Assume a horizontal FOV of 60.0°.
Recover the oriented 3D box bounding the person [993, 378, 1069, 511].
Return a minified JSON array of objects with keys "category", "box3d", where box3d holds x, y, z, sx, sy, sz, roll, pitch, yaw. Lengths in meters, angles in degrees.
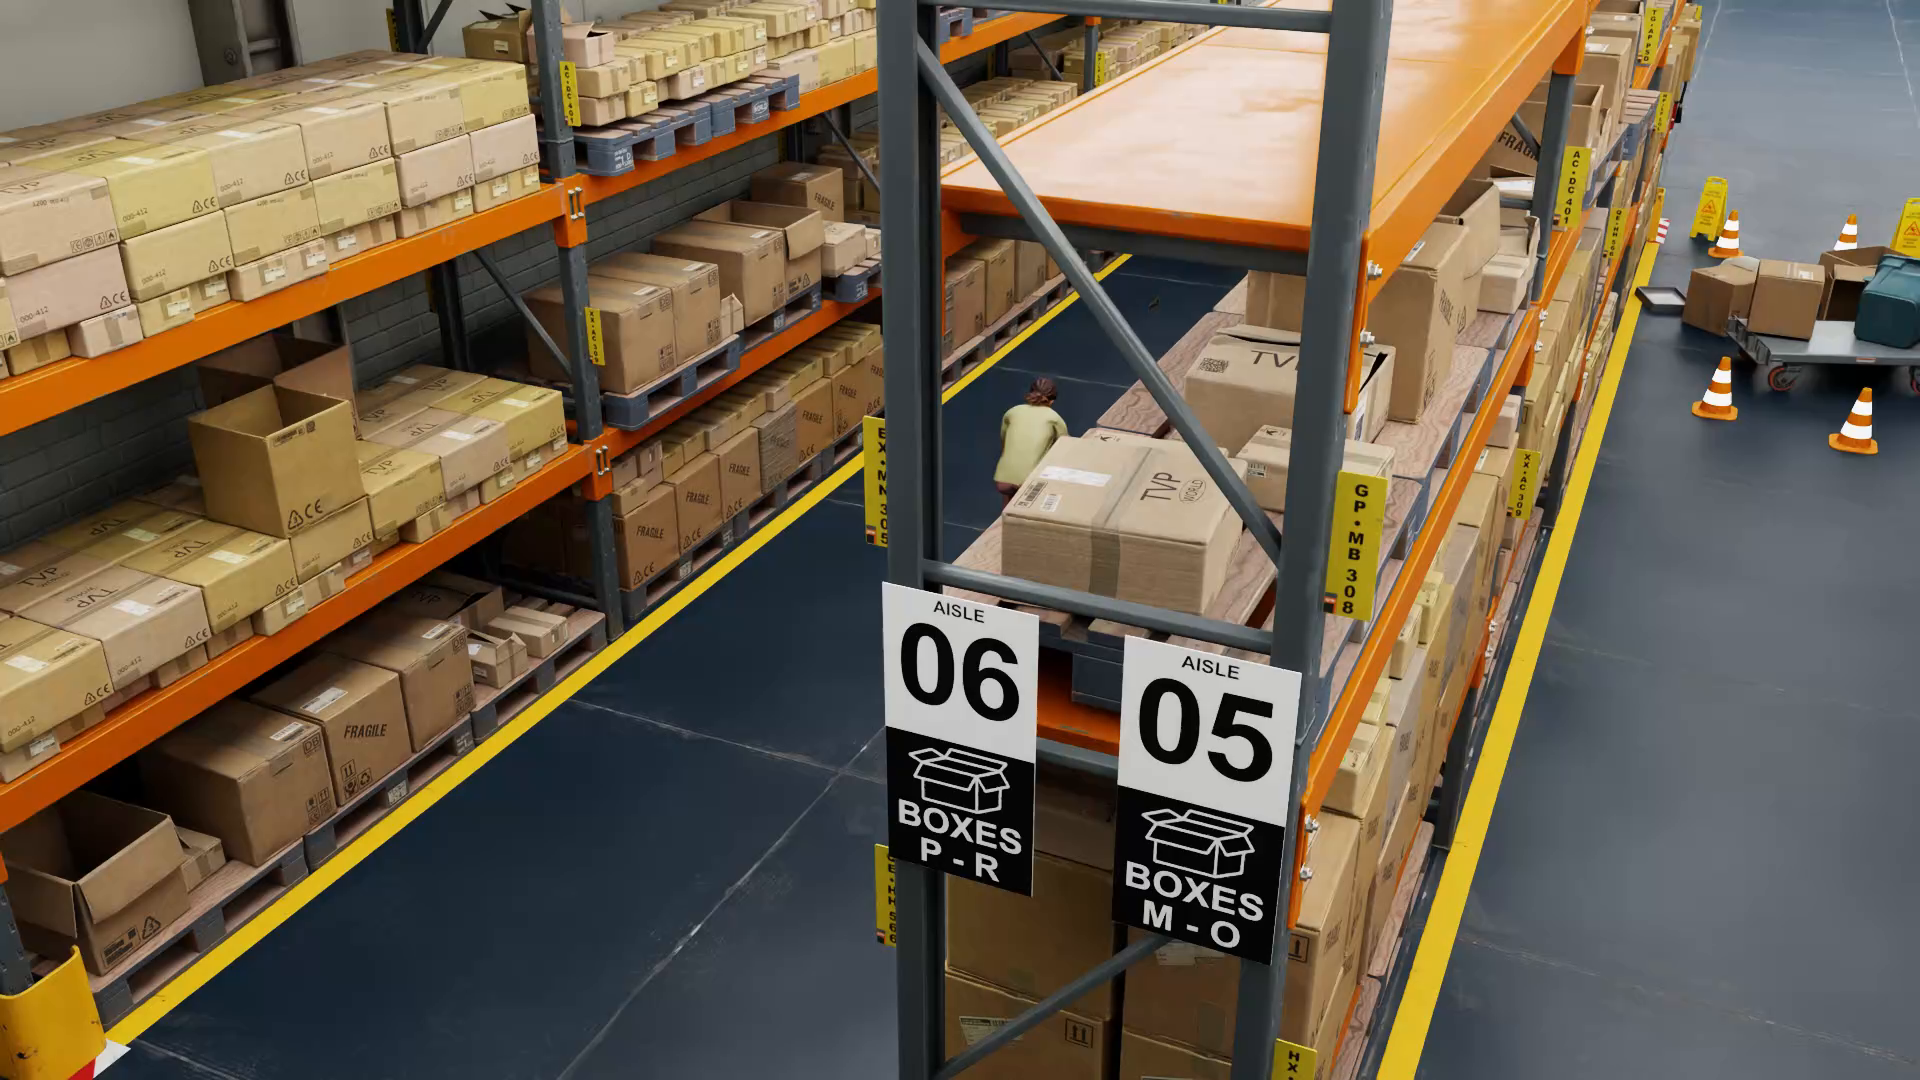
[{"category":"person","box3d":[0.456,-0.459,11.005,0.503,1.102,0.757,11,28,22]}]
